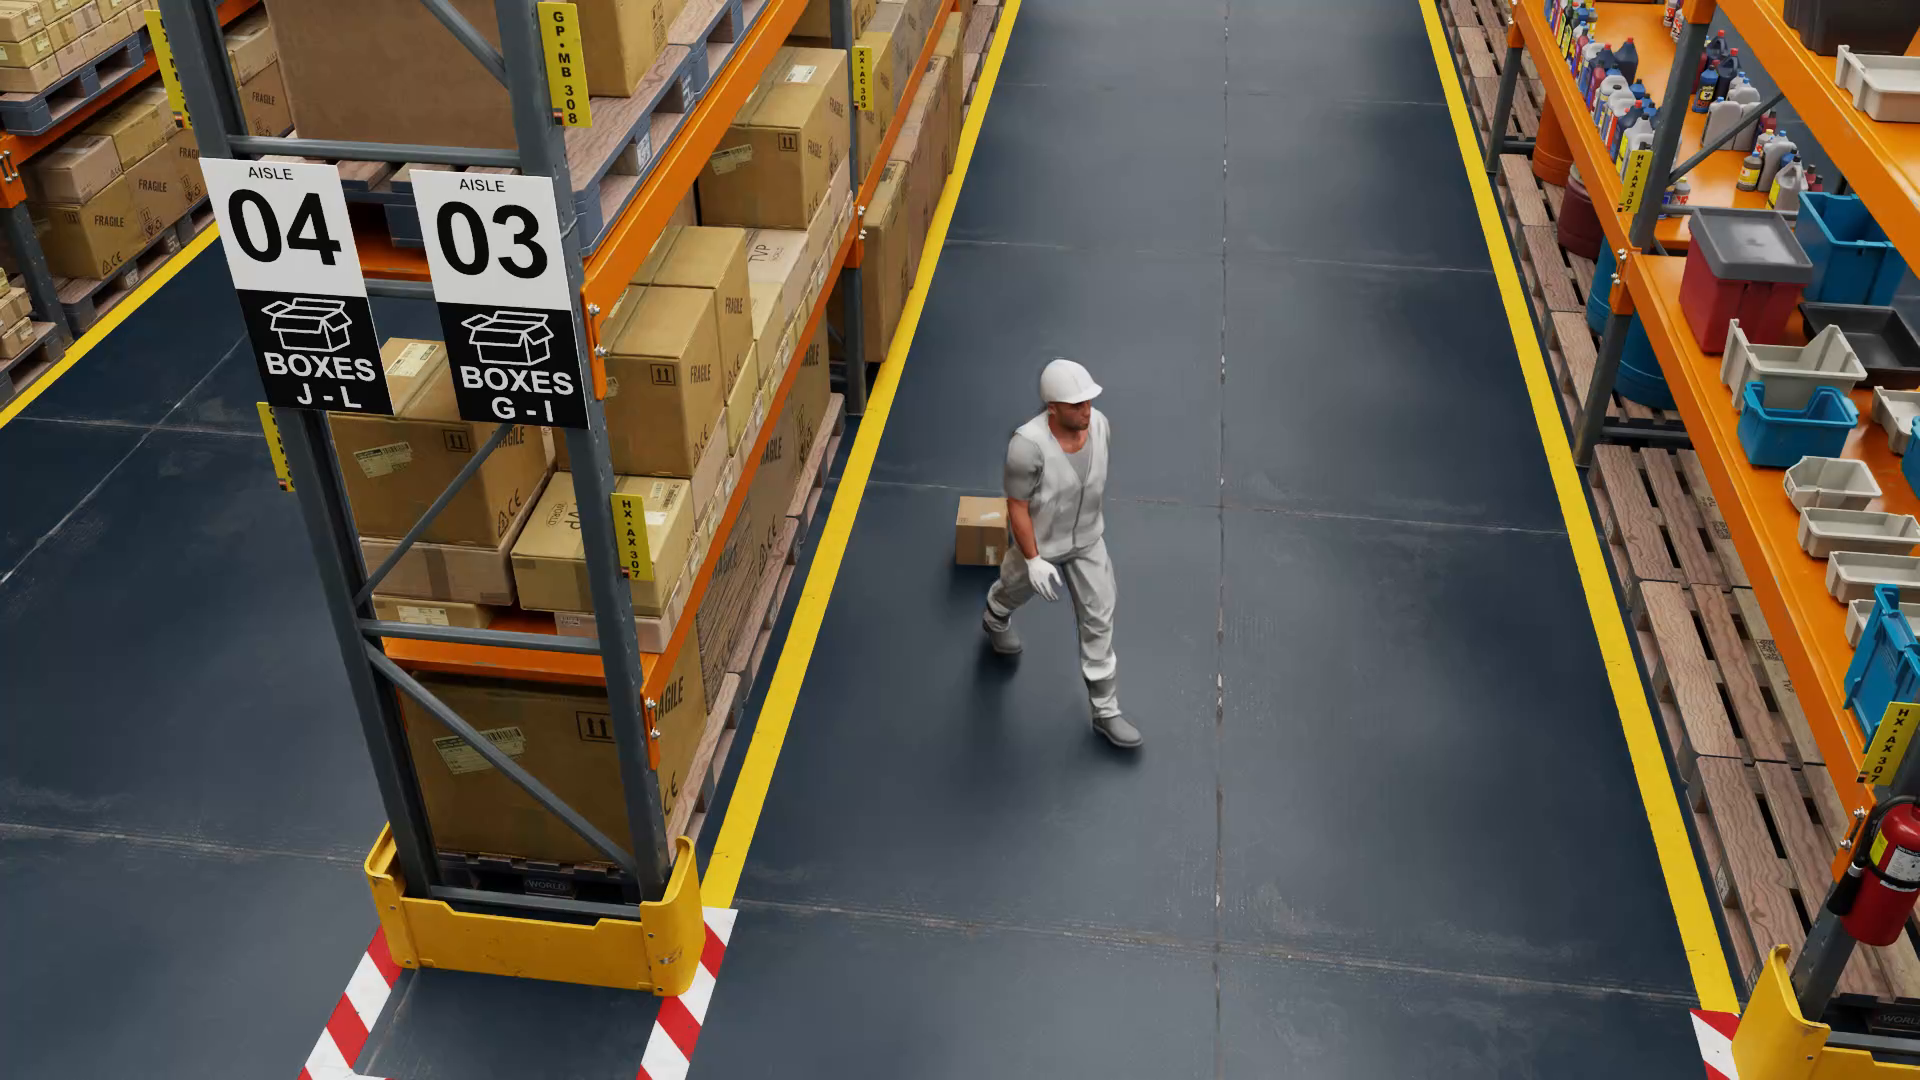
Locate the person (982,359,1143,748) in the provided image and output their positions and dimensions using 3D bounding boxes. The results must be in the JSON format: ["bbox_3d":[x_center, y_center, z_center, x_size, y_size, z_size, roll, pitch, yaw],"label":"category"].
[{"bbox_3d":[0.425,-0.002,7.039,0.521,1.739,1.087,-16,39,-21],"label":"person"}]
